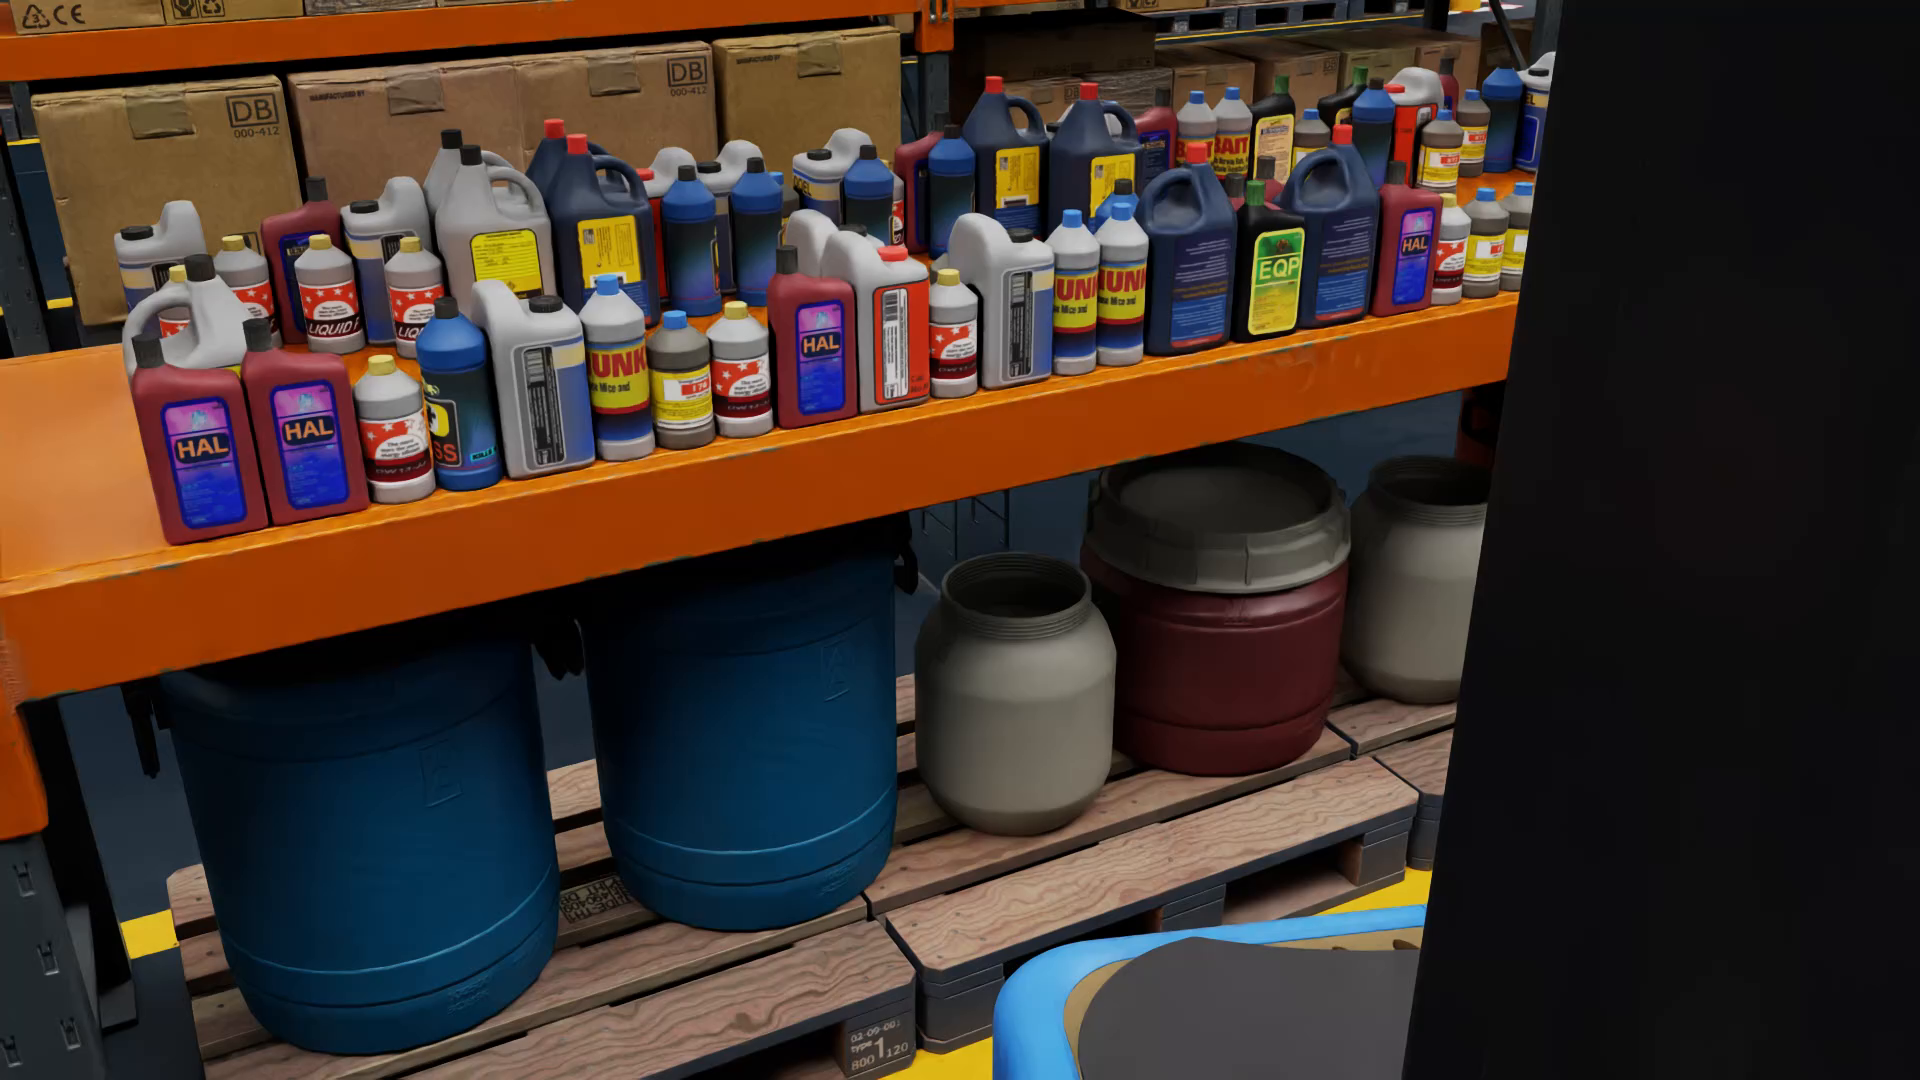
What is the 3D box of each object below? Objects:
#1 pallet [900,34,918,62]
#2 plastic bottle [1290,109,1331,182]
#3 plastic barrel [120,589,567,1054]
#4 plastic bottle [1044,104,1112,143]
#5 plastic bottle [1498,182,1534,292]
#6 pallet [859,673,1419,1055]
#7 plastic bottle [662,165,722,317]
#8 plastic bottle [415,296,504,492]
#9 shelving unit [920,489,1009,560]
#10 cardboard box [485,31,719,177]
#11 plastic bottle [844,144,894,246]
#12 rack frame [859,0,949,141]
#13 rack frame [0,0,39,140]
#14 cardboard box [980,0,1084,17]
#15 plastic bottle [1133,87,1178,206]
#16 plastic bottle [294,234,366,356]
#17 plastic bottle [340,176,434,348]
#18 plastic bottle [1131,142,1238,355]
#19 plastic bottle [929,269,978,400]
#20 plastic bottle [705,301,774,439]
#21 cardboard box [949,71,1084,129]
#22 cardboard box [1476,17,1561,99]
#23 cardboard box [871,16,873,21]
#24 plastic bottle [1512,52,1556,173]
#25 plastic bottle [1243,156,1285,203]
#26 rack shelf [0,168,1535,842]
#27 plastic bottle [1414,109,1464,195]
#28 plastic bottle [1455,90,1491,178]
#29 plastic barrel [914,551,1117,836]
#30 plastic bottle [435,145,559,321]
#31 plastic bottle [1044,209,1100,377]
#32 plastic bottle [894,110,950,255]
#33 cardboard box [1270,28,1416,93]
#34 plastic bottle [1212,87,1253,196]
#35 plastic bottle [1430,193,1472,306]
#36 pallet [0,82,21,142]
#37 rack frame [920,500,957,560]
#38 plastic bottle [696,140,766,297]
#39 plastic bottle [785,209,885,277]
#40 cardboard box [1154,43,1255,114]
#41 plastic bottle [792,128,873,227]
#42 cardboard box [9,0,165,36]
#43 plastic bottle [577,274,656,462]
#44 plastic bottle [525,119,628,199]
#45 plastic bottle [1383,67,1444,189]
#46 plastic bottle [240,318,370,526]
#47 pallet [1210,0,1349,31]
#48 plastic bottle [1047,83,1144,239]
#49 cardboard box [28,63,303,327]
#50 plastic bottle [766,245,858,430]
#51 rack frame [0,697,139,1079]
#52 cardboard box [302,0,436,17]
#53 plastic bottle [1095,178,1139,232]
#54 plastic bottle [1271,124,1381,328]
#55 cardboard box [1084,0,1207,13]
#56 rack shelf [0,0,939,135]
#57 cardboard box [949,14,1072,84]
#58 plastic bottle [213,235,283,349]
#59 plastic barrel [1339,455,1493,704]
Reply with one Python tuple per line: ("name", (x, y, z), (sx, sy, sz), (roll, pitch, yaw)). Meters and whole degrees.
("pallet", (-0.778, -4.024, 13.387), (1.213, 0.211, 1.003), (-13, 29, -25))
("plastic bottle", (0.816, -0.907, 3.903), (0.097, 0.201, 0.097), (0, 26, 0))
("plastic barrel", (-1.050, 0.371, 2.950), (0.708, 0.901, 0.600), (-13, 29, -25))
("plastic bottle", (0.233, -0.793, 3.579), (0.135, 0.276, 0.152), (-13, 29, -25))
("plastic bottle", (1.091, -0.598, 3.260), (0.097, 0.201, 0.097), (0, 26, 0))
("pallet", (0.240, 0.585, 3.789), (1.213, 0.211, 1.003), (-13, 29, -25))
("plastic bottle", (-0.500, -0.560, 3.100), (0.097, 0.271, 0.097), (0, 26, 0))
("plastic bottle", (-0.717, -0.212, 2.375), (0.097, 0.271, 0.097), (0, 26, 0))
("shelving unit", (0.013, -0.544, 4.996), (0.189, 1.200, 0.258), (-13, 29, -25))
("cardboard box", (-1.749, -1.908, 7.727), (0.875, 0.875, 1.225), (-13, 29, -25))
("plastic bottle", (-0.177, -0.635, 3.255), (0.097, 0.271, 0.097), (0, 26, 0))
("rack frame", (-0.340, -2.987, 8.006), (0.127, 3.000, 1.000), (-13, 29, -25))
("rack frame", (-6.114, -4.087, 10.298), (0.127, 3.000, 1.000), (-13, 29, -25))
("cardboard box", (0.440, -4.731, 13.753), (0.750, 0.750, 1.050), (-13, 29, -25))
("plastic bottle", (0.416, -0.861, 3.712), (0.133, 0.283, 0.061), (-13, 29, -25))
("plastic bottle", (-1.107, -0.433, 2.916), (0.097, 0.201, 0.097), (0, 26, 0))
("plastic bottle", (-1.020, -0.503, 2.976), (0.135, 0.276, 0.152), (-13, 29, -25))
("plastic bottle", (0.386, -0.514, 2.912), (0.185, 0.351, 0.144), (-13, 29, -25))
("plastic bottle", (-0.019, -0.342, 2.726), (0.097, 0.201, 0.097), (0, 26, 0))
("plastic bottle", (-0.341, -0.268, 2.571), (0.097, 0.201, 0.097), (0, 26, 0))
("cardboard box", (0.242, -2.203, 8.752), (0.500, 0.500, 0.700), (-15, 29, -28))
("cardboard box", (3.562, -2.931, 10.291), (0.500, 0.500, 0.500), (-14, 29, -27))
("cardboard box", (-1.235, -4.346, 12.951), (0.750, 0.750, 1.050), (-13, 28, -24))
("plastic bottle", (1.457, -1.075, 4.167), (0.135, 0.276, 0.152), (-13, 29, -25))
("plastic bottle", (0.595, -0.582, 3.132), (0.133, 0.283, 0.061), (-13, 29, -25))
("rack shelf", (0.226, -0.364, 3.374), (4.000, 0.370, 1.077), (-13, 29, -25))
("plastic bottle", (1.124, -0.903, 3.896), (0.097, 0.201, 0.097), (0, 26, 0))
("plastic bottle", (1.256, -1.009, 4.114), (0.097, 0.201, 0.097), (0, 26, 0))
("plastic barrel", (0.115, 0.322, 3.503), (0.421, 0.512, 0.421), (0, 26, 0))
("plastic bottle", (-0.814, -0.516, 2.916), (0.185, 0.351, 0.144), (-13, 29, -25))
("plastic bottle", (0.186, -0.421, 2.810), (0.097, 0.271, 0.097), (0, 26, 0))
("plastic bottle", (-0.069, -0.749, 3.478), (0.133, 0.283, 0.061), (-13, 29, -25))
("cardboard box", (2.208, -2.667, 9.718), (0.500, 0.500, 0.700), (-13, 29, -25))
("plastic bottle", (0.612, -0.892, 3.790), (0.097, 0.271, 0.097), (0, 26, 0))
("plastic bottle", (0.920, -0.559, 3.177), (0.097, 0.201, 0.097), (0, 26, 0))
("pallet", (-6.690, -2.680, 10.588), (1.213, 0.211, 1.003), (-13, 29, -25))
("rack frame", (-0.068, -0.525, 4.958), (0.006, 1.200, 0.240), (-13, 29, -25))
("plastic bottle", (-0.457, -0.633, 3.247), (0.135, 0.276, 0.152), (-13, 29, -25))
("plastic bottle", (-0.205, -0.421, 2.804), (0.135, 0.276, 0.152), (-13, 29, -25))
("cardboard box", (1.223, -2.439, 9.244), (0.500, 0.500, 0.700), (-11, 28, -21))
("plastic bottle", (-0.252, -0.681, 3.345), (0.135, 0.276, 0.152), (-13, 29, -25))
("cardboard box", (-3.346, -2.216, 6.284), (0.500, 0.500, 0.500), (-13, 29, -25))
("plastic bottle", (-0.513, -0.260, 2.474), (0.097, 0.271, 0.097), (0, 26, 0))
("plastic bottle", (-0.718, -0.609, 3.109), (0.185, 0.351, 0.144), (-13, 29, -25))
("plastic bottle", (1.049, -0.981, 3.971), (0.135, 0.276, 0.152), (-13, 29, -25))
("plastic bottle", (-0.896, -0.167, 2.268), (0.133, 0.283, 0.061), (-13, 29, -25))
("pallet", (2.731, -4.835, 15.076), (1.213, 0.211, 1.003), (-13, 29, -25))
("plastic bottle", (0.281, -0.765, 3.434), (0.185, 0.351, 0.144), (-13, 29, -25))
("cardboard box", (-3.314, -1.542, 6.966), (0.875, 0.875, 1.225), (-13, 29, -25))
("plastic bottle", (-0.230, -0.321, 2.588), (0.133, 0.283, 0.061), (-13, 29, -25))
("rack frame", (-1.538, -0.281, 2.370), (0.127, 3.000, 1.000), (-13, 29, -25))
("cardboard box", (-2.461, -2.420, 6.710), (0.500, 0.500, 0.500), (-14, 29, -26))
("plastic bottle", (0.290, -0.516, 3.007), (0.097, 0.271, 0.097), (0, 26, 0))
("plastic bottle", (0.666, -0.579, 3.047), (0.185, 0.351, 0.144), (-13, 29, -25))
("cardboard box", (1.533, -5.050, 14.272), (0.875, 0.875, 0.875), (-13, 28, -24))
("rack shelf", (-2.104, -2.256, 7.314), (4.000, 0.370, 1.077), (-13, 29, -25))
("cardboard box", (0.237, -2.545, 8.598), (0.500, 0.250, 0.500), (-12, 28, -23))
("plastic bottle", (-1.253, -0.429, 2.908), (0.097, 0.201, 0.097), (0, 26, 0))
("plastic barrel", (1.111, 0.092, 3.982), (0.421, 0.512, 0.421), (0, 26, 0))
